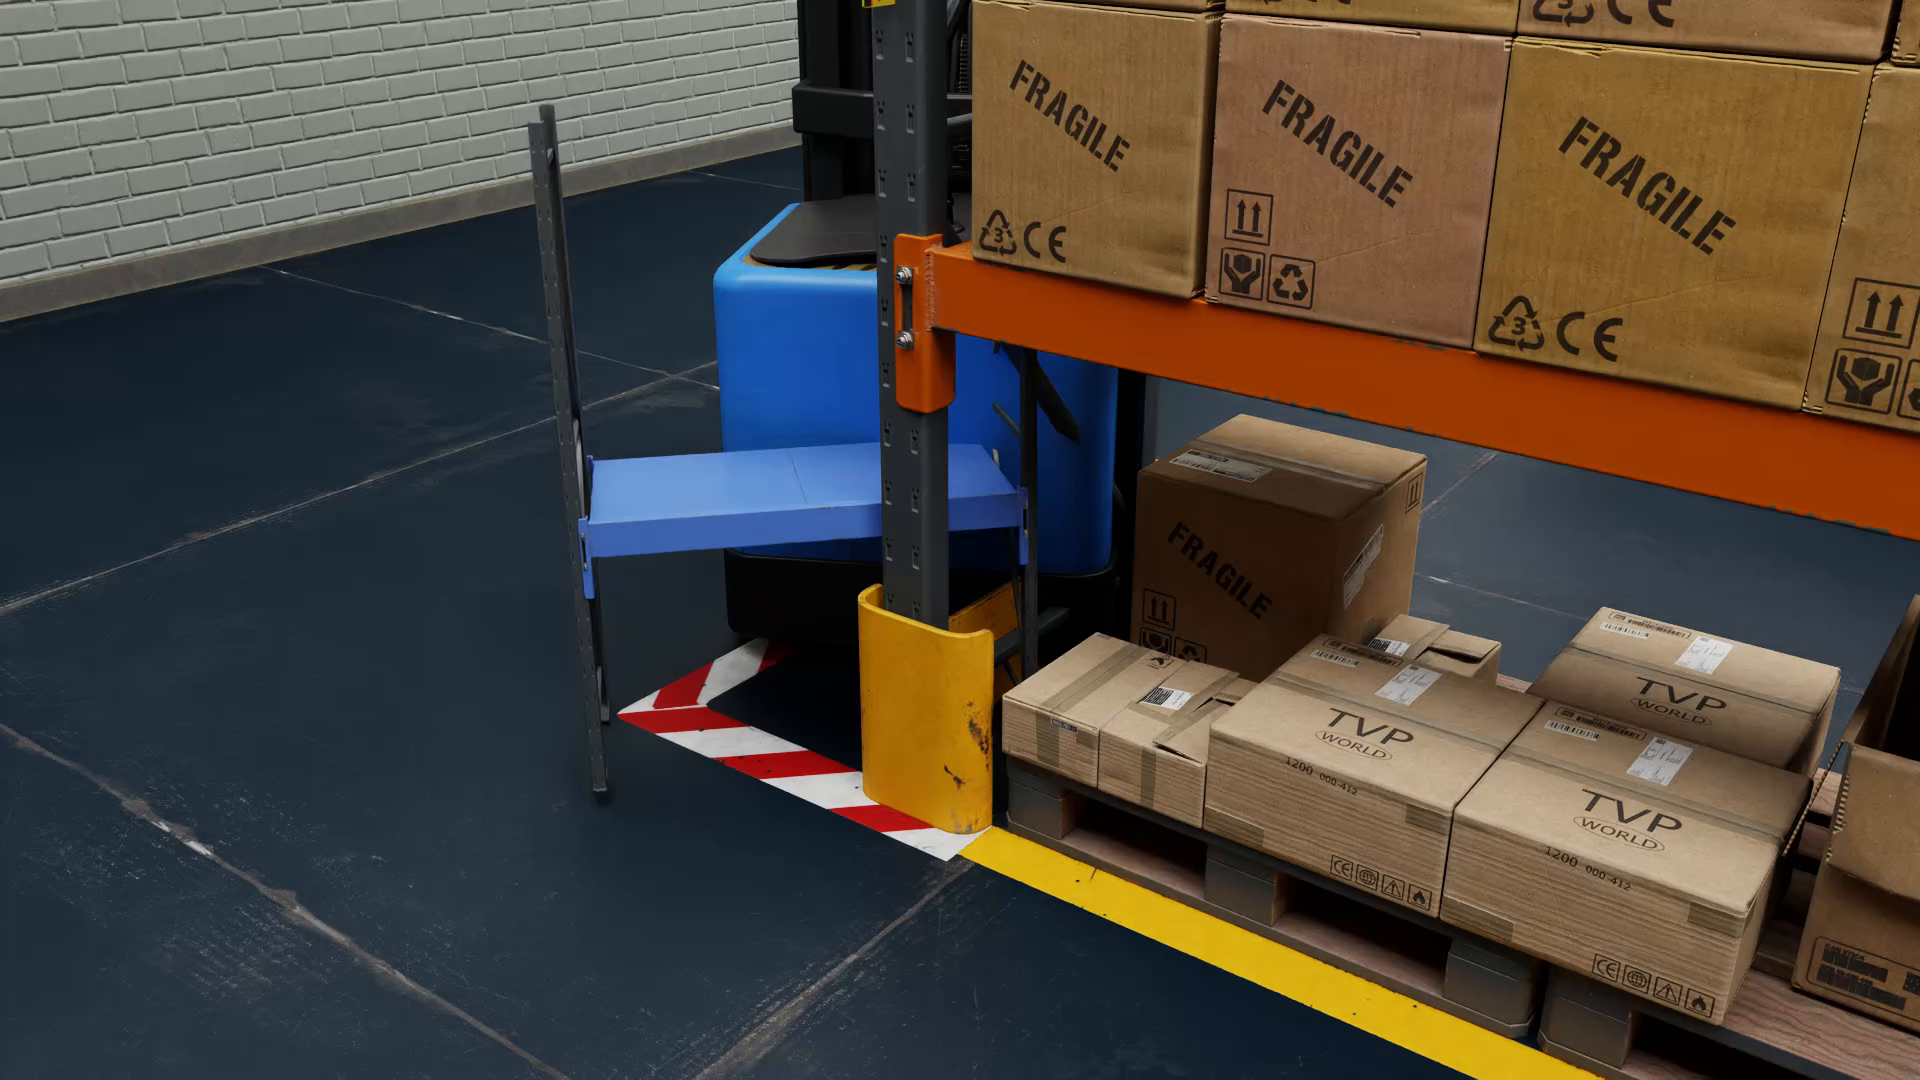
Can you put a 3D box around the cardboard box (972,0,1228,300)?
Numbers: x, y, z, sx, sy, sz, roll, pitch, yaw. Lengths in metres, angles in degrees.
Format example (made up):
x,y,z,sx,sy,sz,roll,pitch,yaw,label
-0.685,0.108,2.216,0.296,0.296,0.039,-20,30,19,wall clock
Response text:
x,y,z,sx,sy,sz,roll,pitch,yaw,label
0.370,-0.800,3.222,0.500,0.500,0.500,18,29,34,cardboard box

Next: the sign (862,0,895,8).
x,y,z,sx,sy,sz,roll,pitch,yaw,label
-0.153,-1.168,3.107,0.005,0.325,0.100,17,29,33,sign

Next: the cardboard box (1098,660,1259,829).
x,y,z,sx,sy,sz,roll,pitch,yaw,label
0.502,0.421,3.543,0.250,0.166,0.380,17,29,33,cardboard box

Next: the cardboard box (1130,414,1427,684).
x,y,z,sx,sy,sz,roll,pitch,yaw,label
0.756,0.048,3.976,0.500,0.500,0.500,17,29,33,cardboard box

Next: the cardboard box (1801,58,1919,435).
x,y,z,sx,sy,sz,roll,pitch,yaw,label
1.585,-0.433,2.389,0.500,0.500,0.500,17,29,34,cardboard box

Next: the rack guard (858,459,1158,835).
x,y,z,sx,sy,sz,roll,pitch,yaw,label
0.233,0.215,4.141,0.348,0.500,1.175,17,29,33,rack guard

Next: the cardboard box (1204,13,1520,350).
x,y,z,sx,sy,sz,roll,pitch,yaw,label
0.786,-0.677,2.943,0.500,0.500,0.500,16,29,33,cardboard box

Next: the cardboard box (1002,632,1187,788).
x,y,z,sx,sy,sz,roll,pitch,yaw,label
0.302,0.369,3.683,0.250,0.149,0.380,17,29,33,cardboard box

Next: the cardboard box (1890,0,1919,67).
x,y,z,sx,sy,sz,roll,pitch,yaw,label
1.597,-0.889,2.183,0.500,0.500,0.500,17,29,33,cardboard box

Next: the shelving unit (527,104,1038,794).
x,y,z,sx,sy,sz,roll,pitch,yaw,label
-0.385,-0.245,3.894,1.048,1.500,0.538,-4,19,-10,shelving unit

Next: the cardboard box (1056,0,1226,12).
x,y,z,sx,sy,sz,roll,pitch,yaw,label
0.370,-1.258,3.020,0.500,0.500,0.500,18,29,35,cardboard box

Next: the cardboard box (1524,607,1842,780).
x,y,z,sx,sy,sz,roll,pitch,yaw,label
1.498,0.402,3.483,0.500,0.250,0.500,17,29,33,cardboard box

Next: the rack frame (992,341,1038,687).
x,y,z,sx,sy,sz,roll,pitch,yaw,label
0.114,-0.283,3.980,0.032,1.500,0.500,-4,19,-10,rack frame

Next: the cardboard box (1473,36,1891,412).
x,y,z,sx,sy,sz,roll,pitch,yaw,label
1.186,-0.555,2.665,0.500,0.500,0.500,17,29,33,cardboard box

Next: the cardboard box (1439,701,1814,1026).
x,y,z,sx,sy,sz,roll,pitch,yaw,label
1.238,0.575,3.089,0.500,0.250,0.500,17,29,33,cardboard box

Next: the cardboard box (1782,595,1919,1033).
x,y,z,sx,sy,sz,roll,pitch,yaw,label
1.867,0.509,2.925,0.637,0.503,0.797,17,29,33,cardboard box

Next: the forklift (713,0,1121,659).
x,y,z,sx,sy,sz,roll,pitch,yaw,label
0.092,-1.590,5.223,1.130,2.935,3.031,3,24,8,forklift

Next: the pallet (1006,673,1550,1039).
x,y,z,sx,sy,sz,roll,pitch,yaw,label
0.872,0.540,3.762,1.213,0.211,1.003,17,29,33,pallet

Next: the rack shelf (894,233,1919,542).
x,y,z,sx,sy,sz,roll,pitch,yaw,label
1.773,-0.134,2.726,4.000,0.370,1.077,17,29,33,rack shelf

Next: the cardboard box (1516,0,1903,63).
x,y,z,sx,sy,sz,roll,pitch,yaw,label
1.190,-1.011,2.461,0.500,0.500,0.500,17,29,34,cardboard box

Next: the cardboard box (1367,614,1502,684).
x,y,z,sx,sy,sz,roll,pitch,yaw,label
1.026,0.327,3.755,0.250,0.166,0.380,17,29,33,cardboard box

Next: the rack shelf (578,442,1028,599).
x,y,z,sx,sy,sz,roll,pitch,yaw,label
-0.382,-0.075,3.953,1.000,0.185,0.538,-4,19,-10,rack shelf

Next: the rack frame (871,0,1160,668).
x,y,z,sx,sy,sz,roll,pitch,yaw,label
0.173,-0.947,3.679,0.127,3.000,1.000,17,29,33,rack frame

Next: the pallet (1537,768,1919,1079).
x,y,z,sx,sy,sz,roll,pitch,yaw,label
1.844,0.835,3.092,1.213,0.211,1.003,17,29,33,pallet

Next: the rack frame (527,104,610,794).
x,y,z,sx,sy,sz,roll,pitch,yaw,label
-0.885,-0.207,3.809,0.032,1.500,0.500,-4,19,-10,rack frame

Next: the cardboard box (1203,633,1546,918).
x,y,z,sx,sy,sz,roll,pitch,yaw,label
0.838,0.454,3.364,0.500,0.250,0.500,17,29,33,cardboard box

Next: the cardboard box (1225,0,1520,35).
x,y,z,sx,sy,sz,roll,pitch,yaw,label
0.793,-1.134,2.739,0.500,0.500,0.500,17,29,34,cardboard box
